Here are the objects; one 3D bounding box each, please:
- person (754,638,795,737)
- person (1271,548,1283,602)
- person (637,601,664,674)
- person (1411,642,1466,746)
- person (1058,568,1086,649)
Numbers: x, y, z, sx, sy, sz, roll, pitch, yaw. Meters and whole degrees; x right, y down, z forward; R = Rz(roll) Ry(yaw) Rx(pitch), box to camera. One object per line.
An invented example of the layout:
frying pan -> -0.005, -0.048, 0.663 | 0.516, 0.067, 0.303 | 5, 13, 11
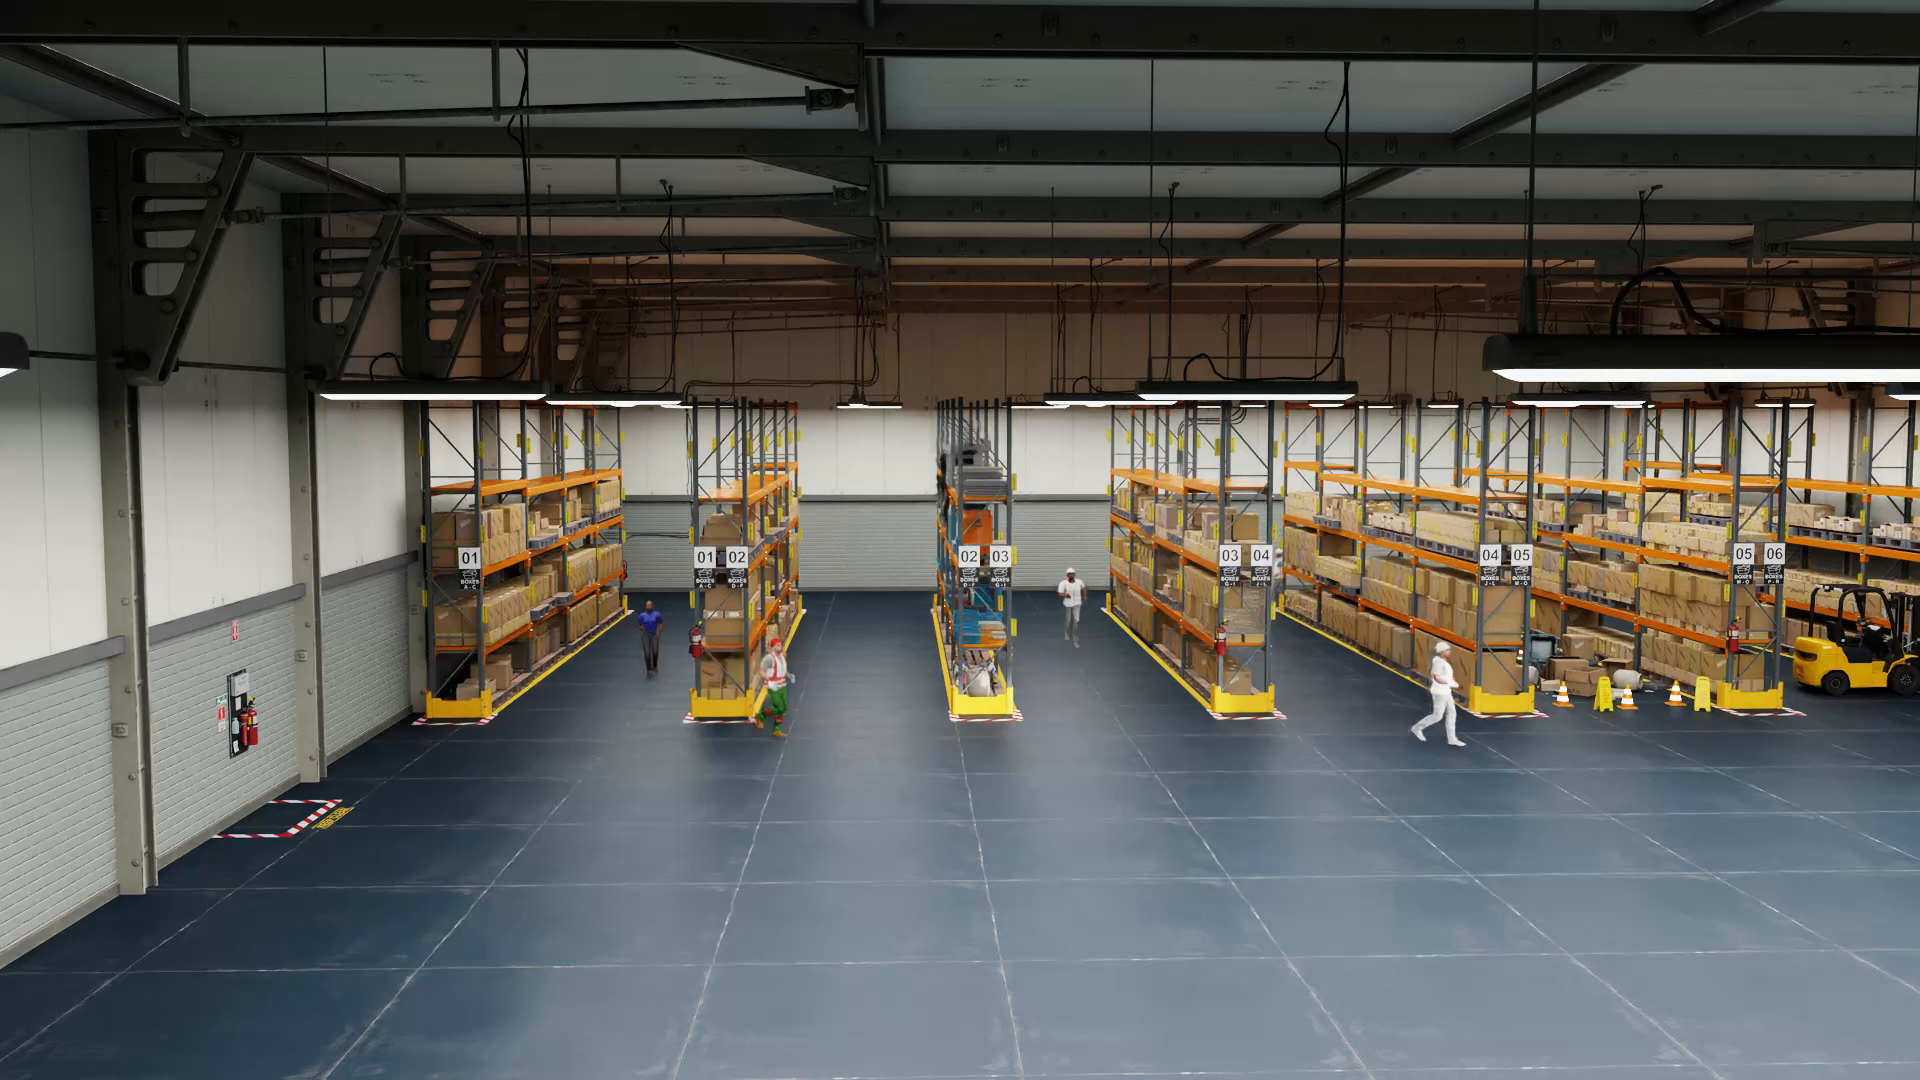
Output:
person -> -3.266, 2.589, 29.357 | 0.647, 1.755, 0.650 | 3, 5, 30
person -> 9.403, 1.084, 48.977 | 0.656, 1.726, 0.719 | -1, 4, -8
person -> -6.698, 2.125, 35.996 | 0.563, 1.618, 0.572 | -1, 4, -10
person -> 8.211, 2.633, 28.488 | 0.917, 1.783, 0.679 | 2, 5, 26
person -> 2.640, 1.587, 38.999 | 0.707, 1.871, 0.744 | 0, 4, -5
